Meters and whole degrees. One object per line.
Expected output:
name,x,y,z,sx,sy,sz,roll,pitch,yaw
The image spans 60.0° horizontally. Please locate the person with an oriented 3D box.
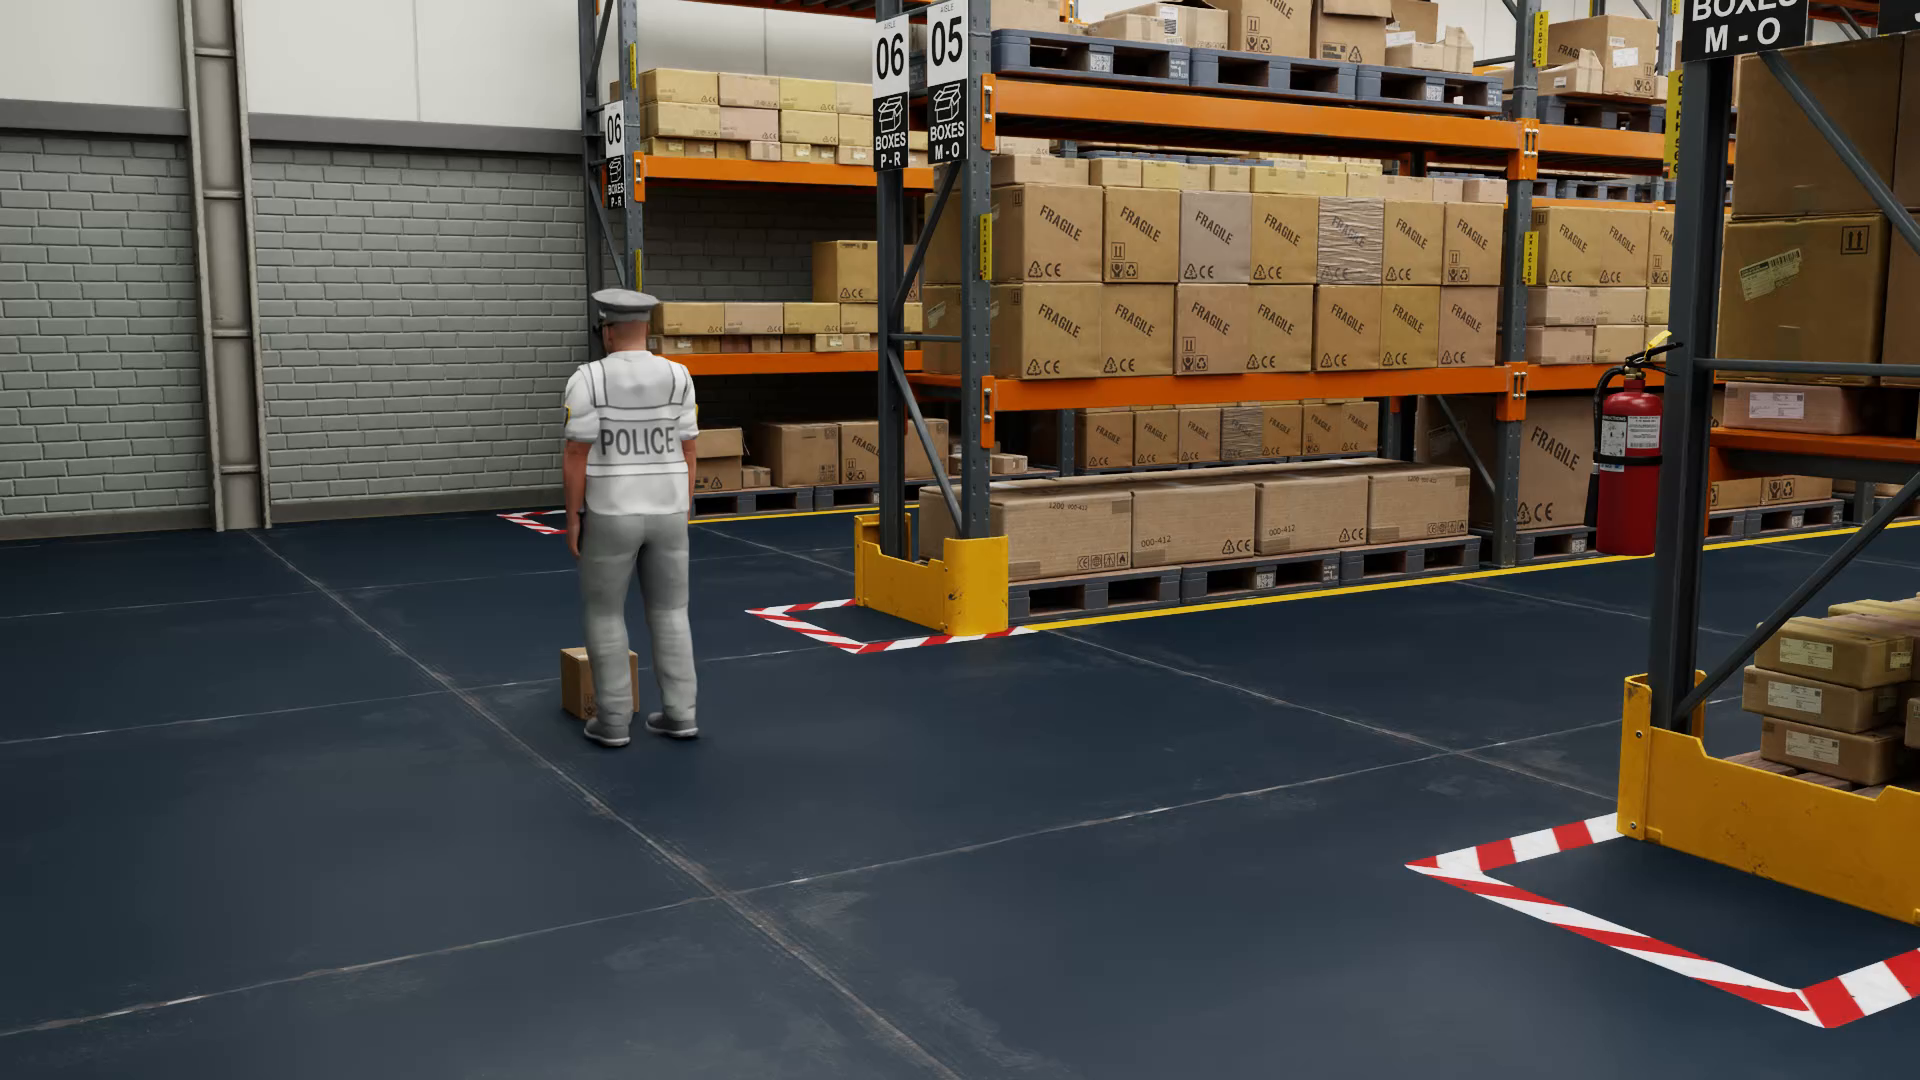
person,-1.282,-0.087,6.438,0.528,1.756,0.393,-5,9,-29
